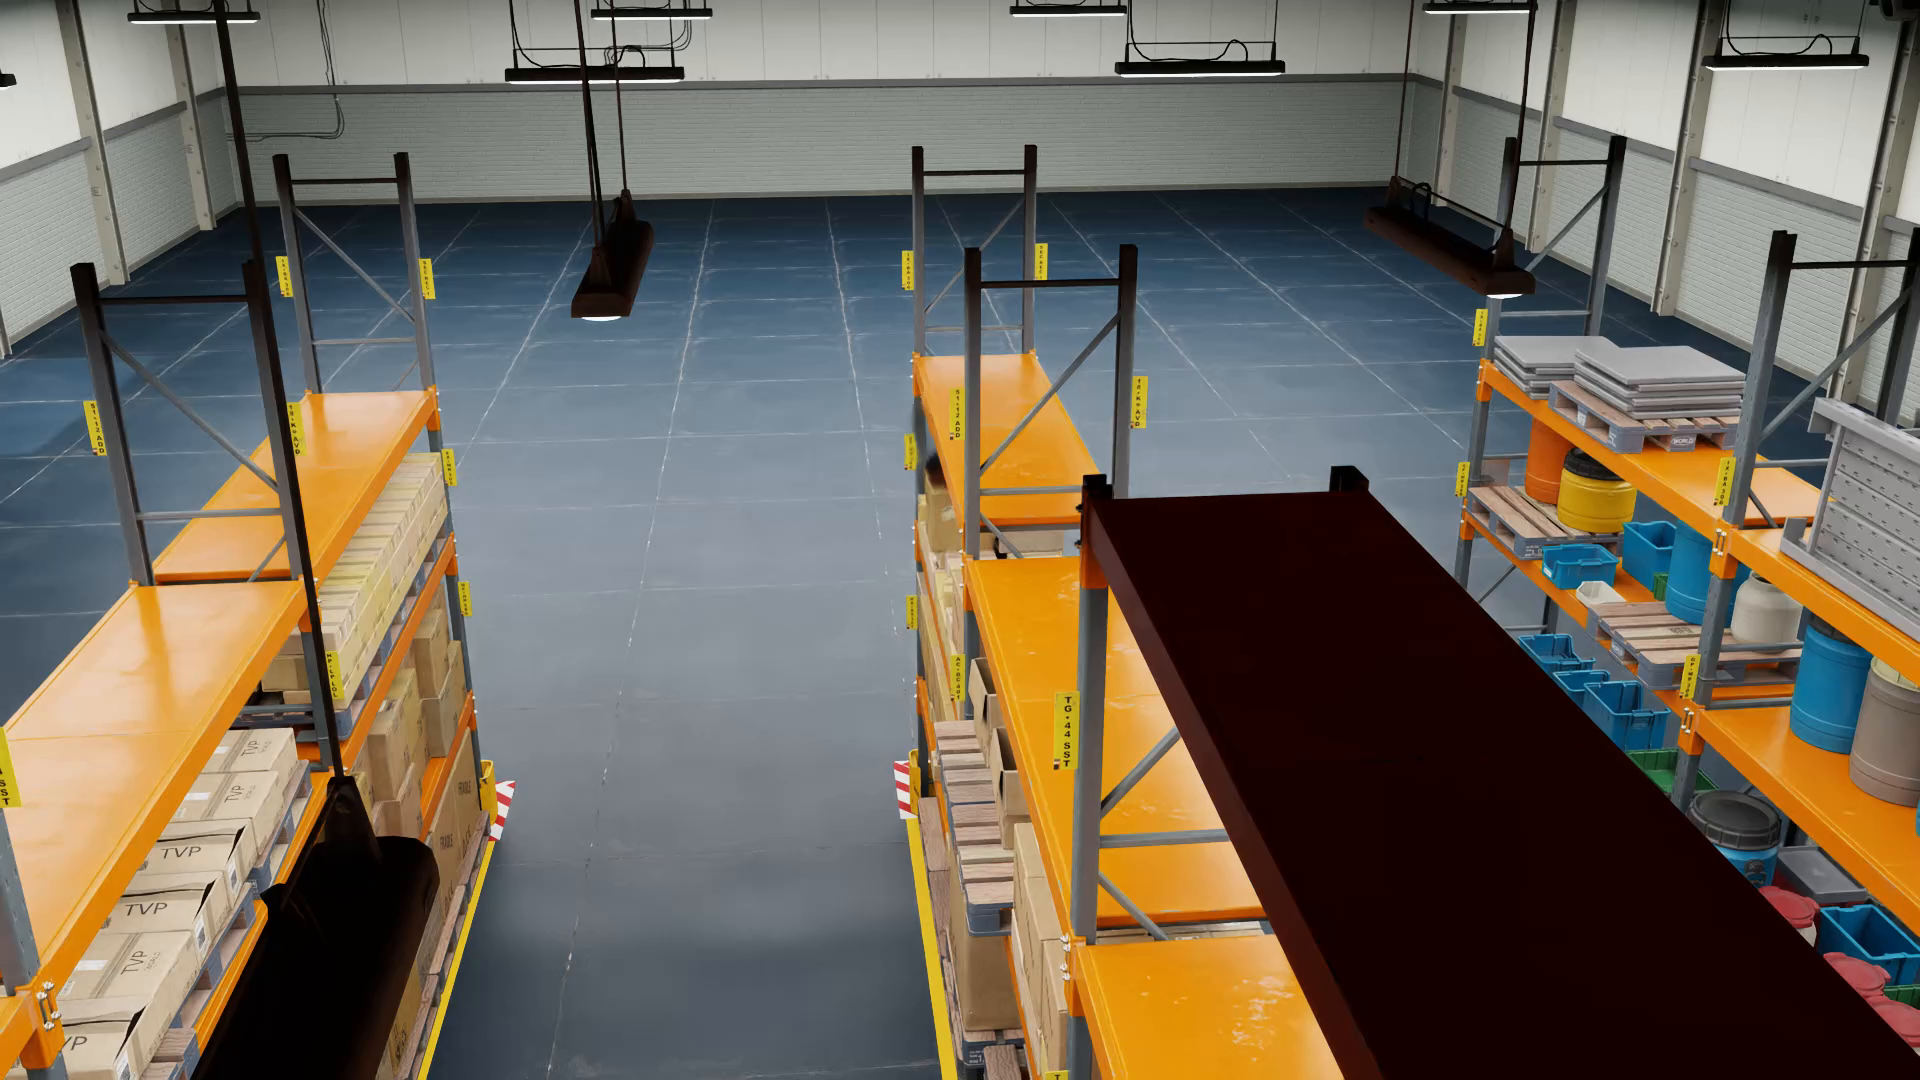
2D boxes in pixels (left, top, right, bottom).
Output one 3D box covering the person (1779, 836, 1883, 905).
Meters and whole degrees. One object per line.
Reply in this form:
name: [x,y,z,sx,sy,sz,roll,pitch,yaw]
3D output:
person: [7.505,2.095,13.953,0.486,1.735,1.009,-5,22,-12]
